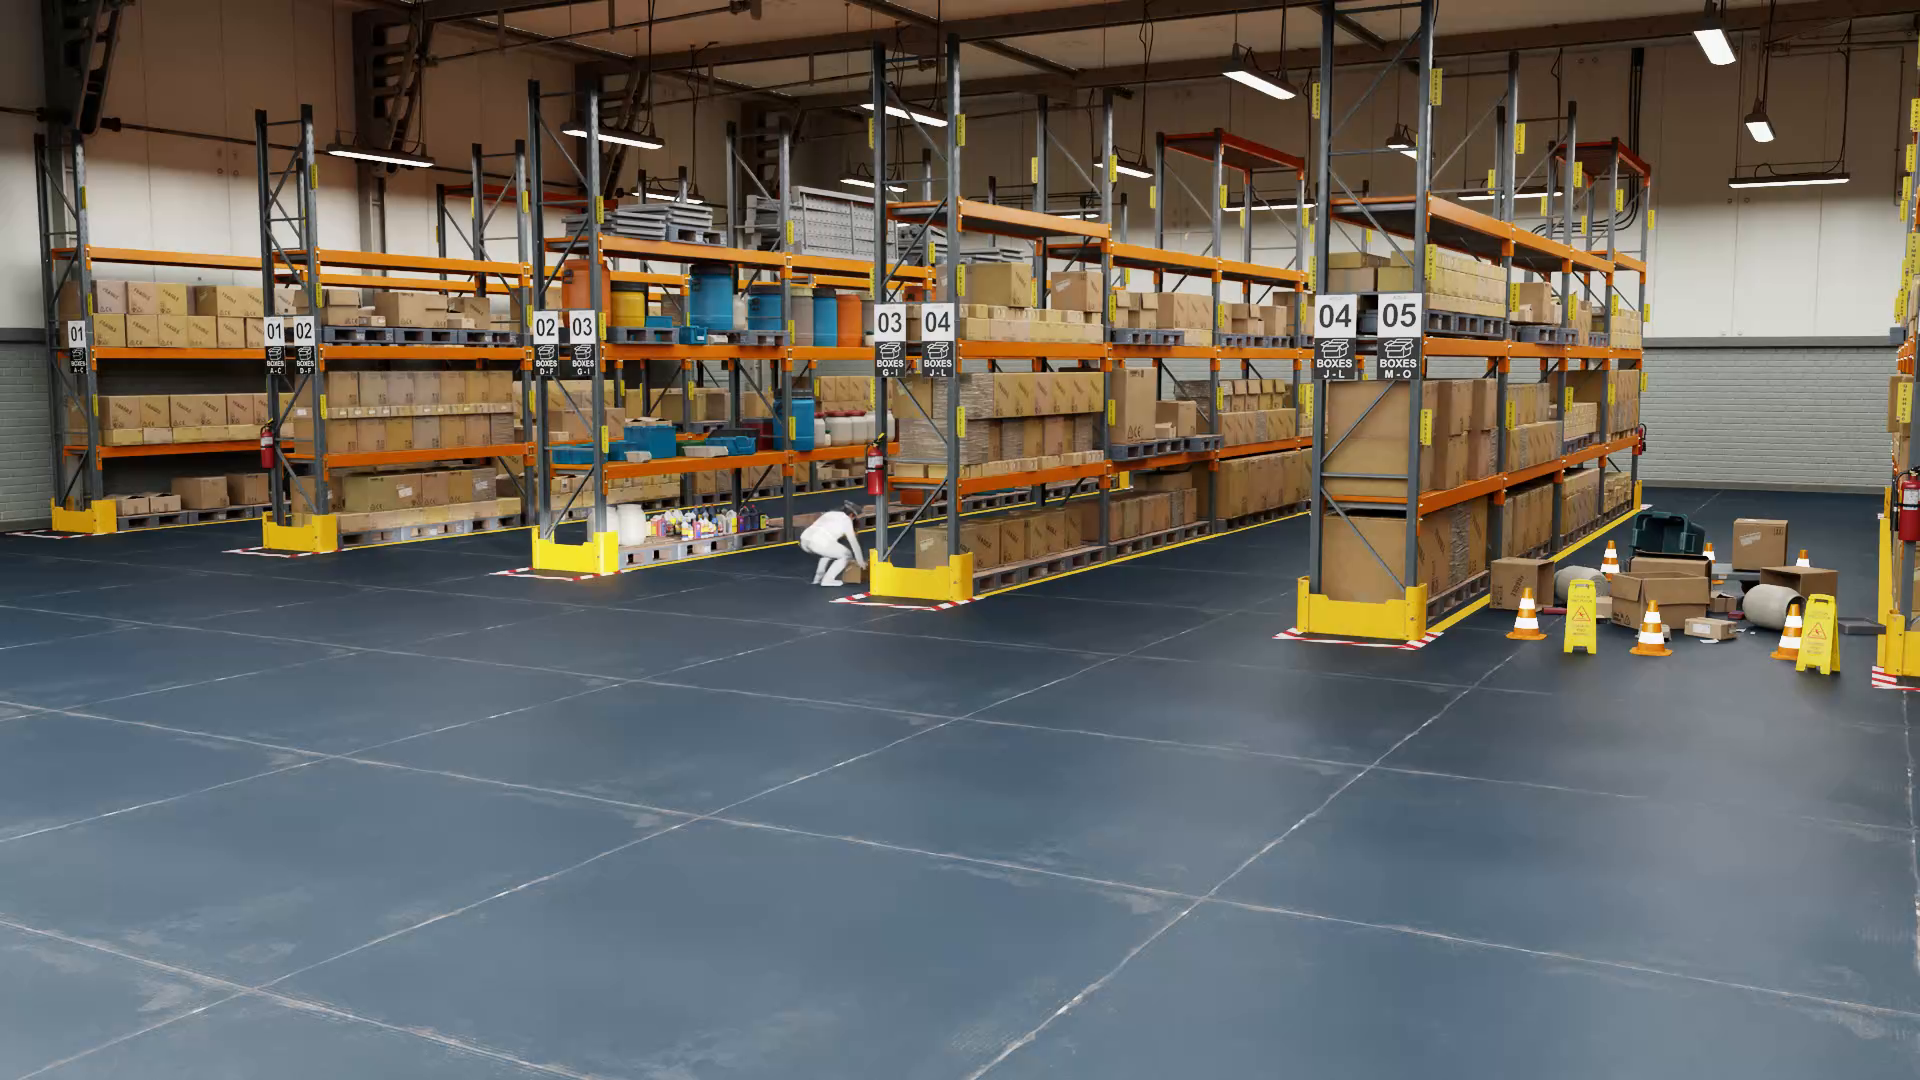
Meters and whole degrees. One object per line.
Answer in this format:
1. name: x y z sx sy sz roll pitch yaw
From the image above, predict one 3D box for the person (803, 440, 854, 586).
1. person: -1.537 -0.320 19.267 0.563 1.686 0.459 -5 8 -39
